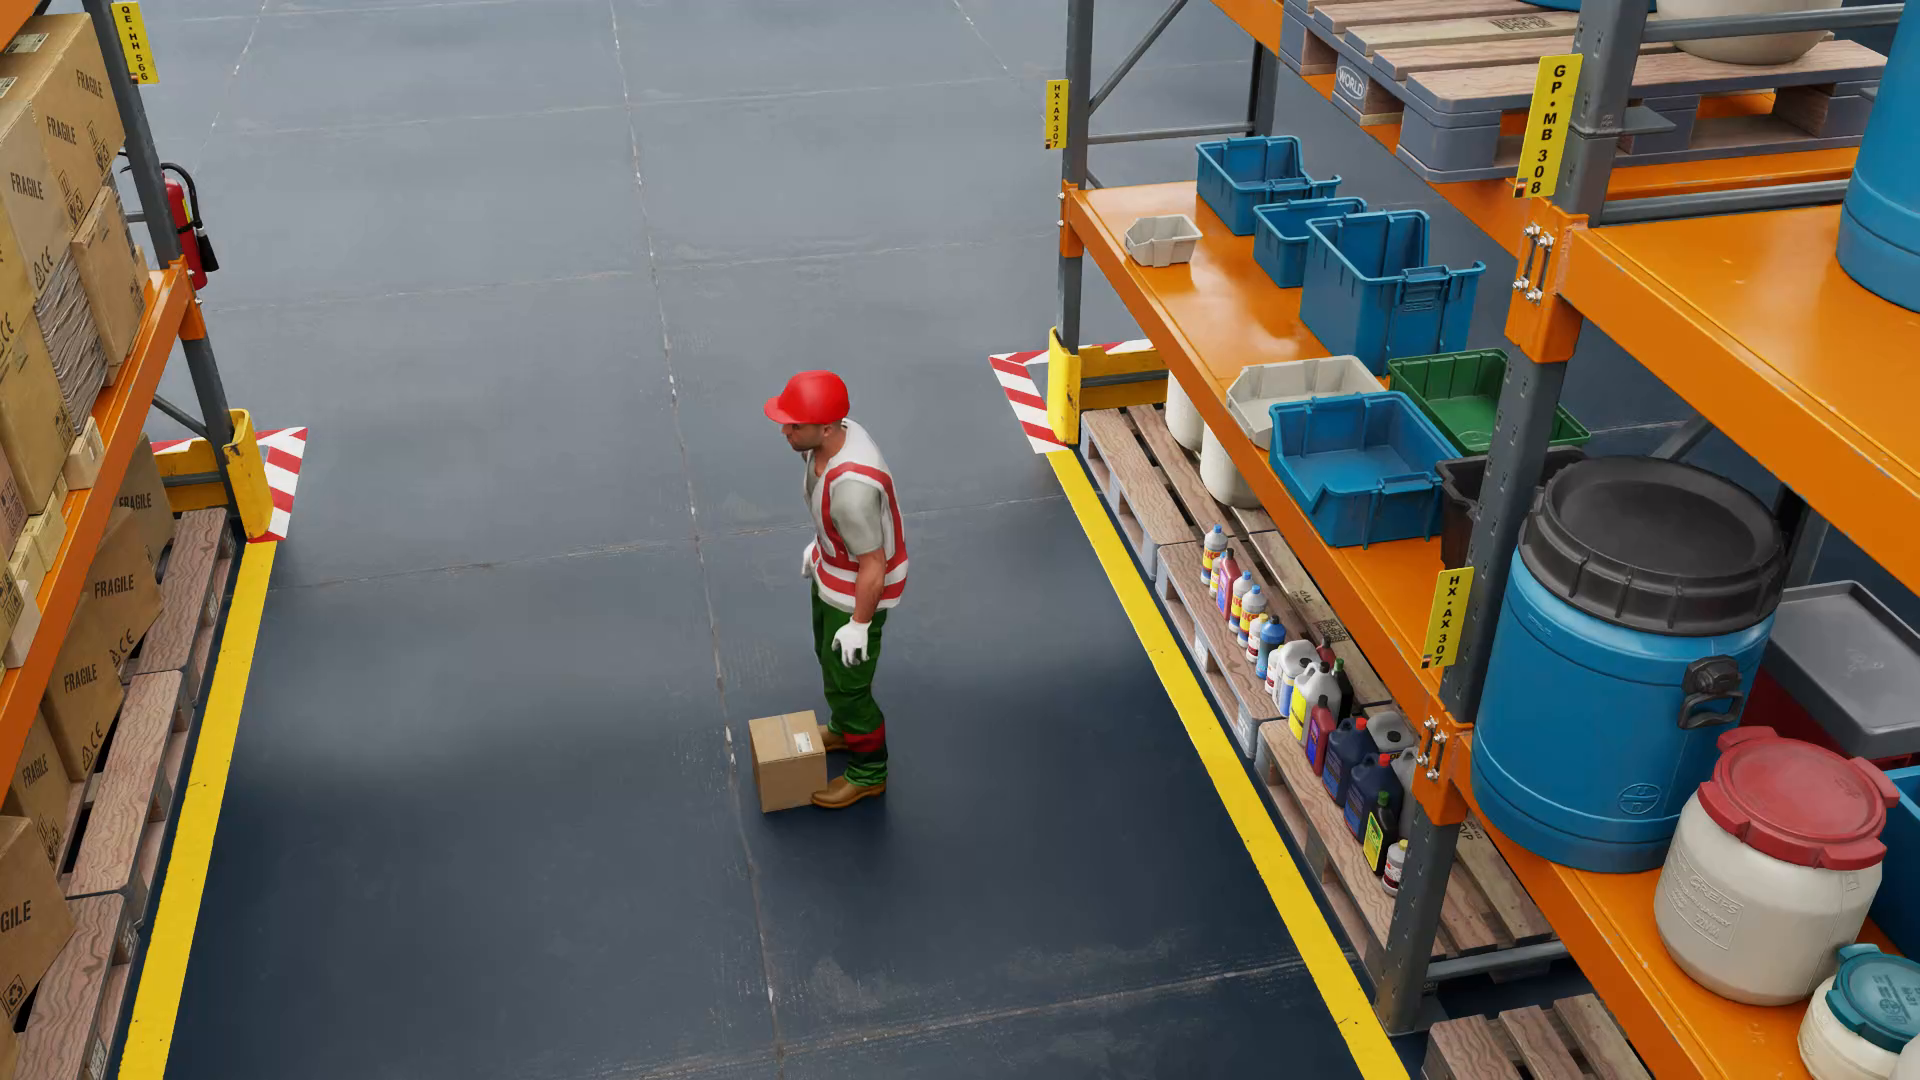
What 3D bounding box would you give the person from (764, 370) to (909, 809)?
[{"bbox_3d":[-0.424,0.172,5.875,0.453,1.778,0.616,-9,35,-13],"label":"person"}]
